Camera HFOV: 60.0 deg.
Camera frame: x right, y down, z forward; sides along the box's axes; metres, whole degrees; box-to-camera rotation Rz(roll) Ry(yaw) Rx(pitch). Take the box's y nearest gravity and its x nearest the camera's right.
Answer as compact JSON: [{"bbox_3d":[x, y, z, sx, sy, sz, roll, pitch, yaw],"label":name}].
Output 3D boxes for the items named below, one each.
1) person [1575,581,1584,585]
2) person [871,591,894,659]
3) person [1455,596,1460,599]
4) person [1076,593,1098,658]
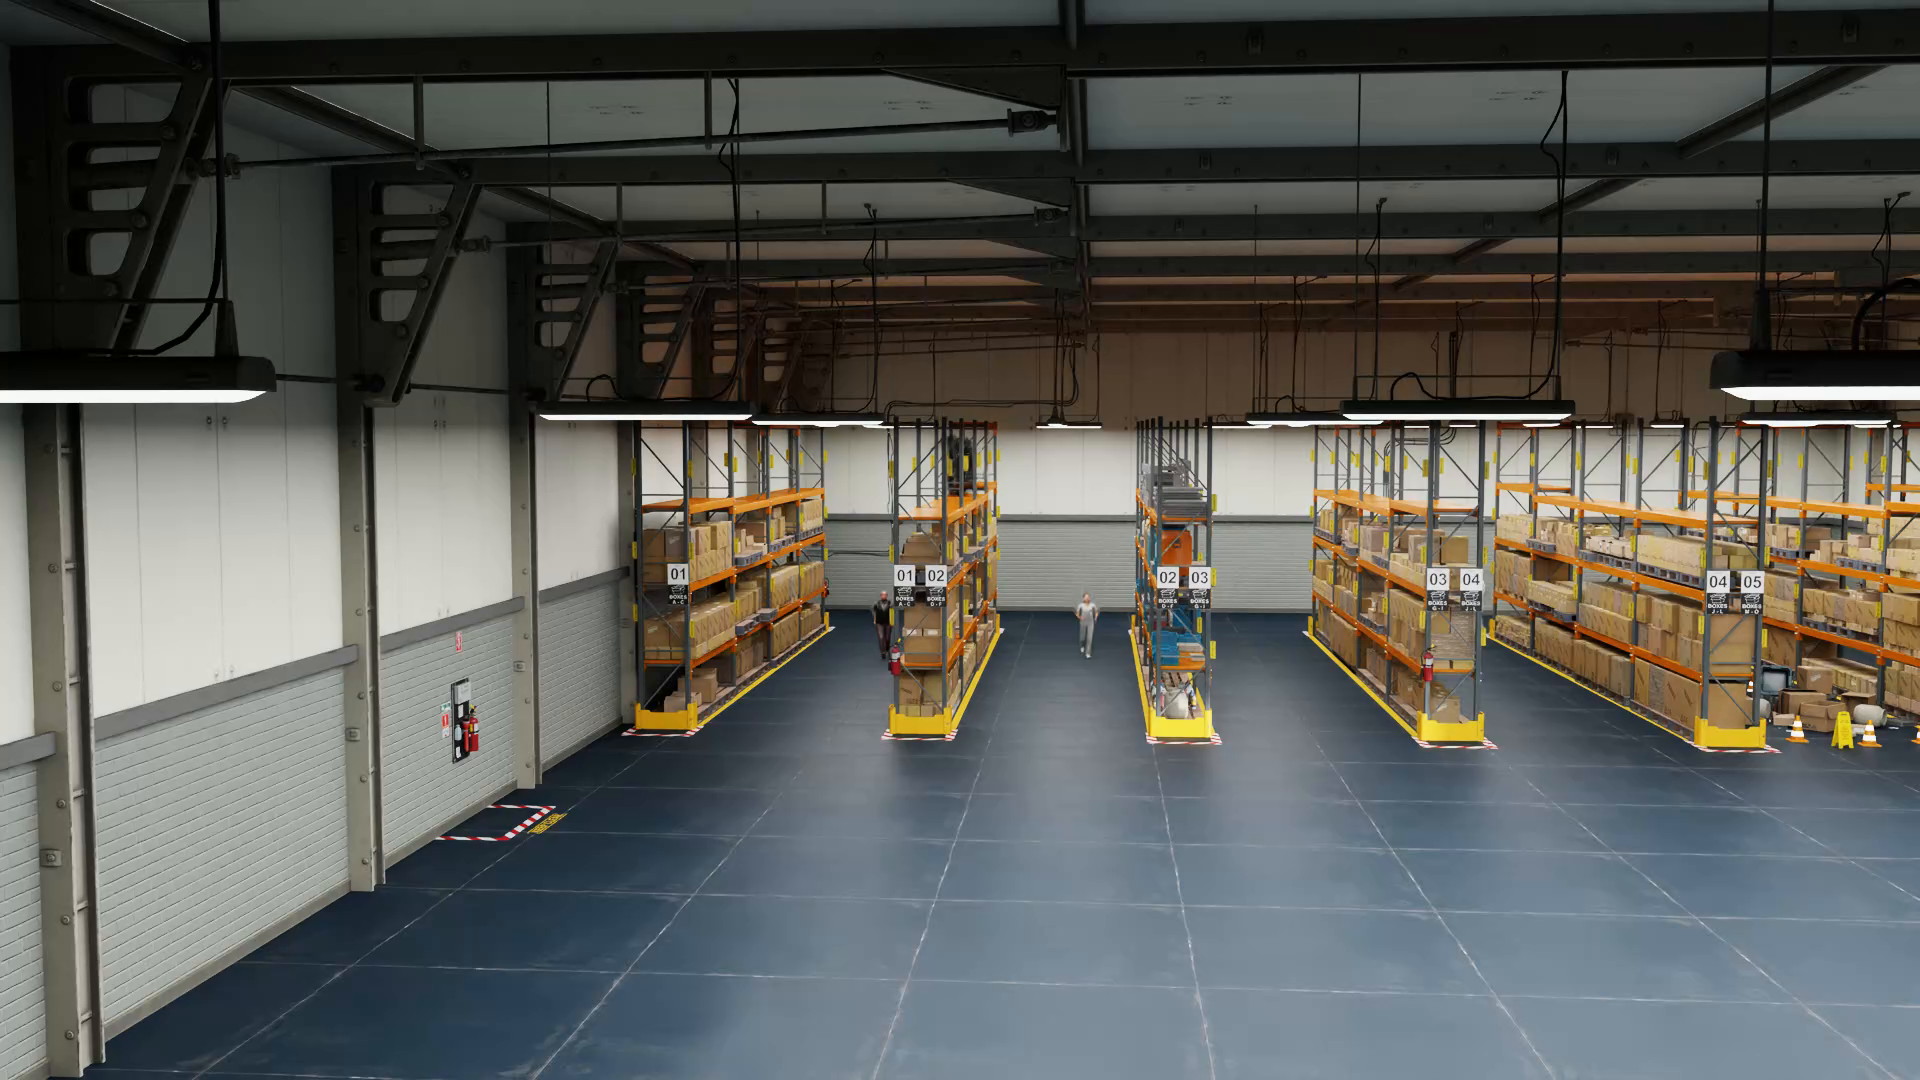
[{"bbox_3d":[16.835,1.930,45.400,0.590,1.686,0.635,0,4,-1],"label":"person"},{"bbox_3d":[-1.924,2.138,42.156,0.647,1.697,0.828,0,4,-2],"label":"person"},{"bbox_3d":[14.003,1.802,46.863,0.544,1.741,0.741,-3,5,-35],"label":"person"},{"bbox_3d":[3.232,2.153,42.183,0.574,1.628,0.758,0,4,0],"label":"person"}]
